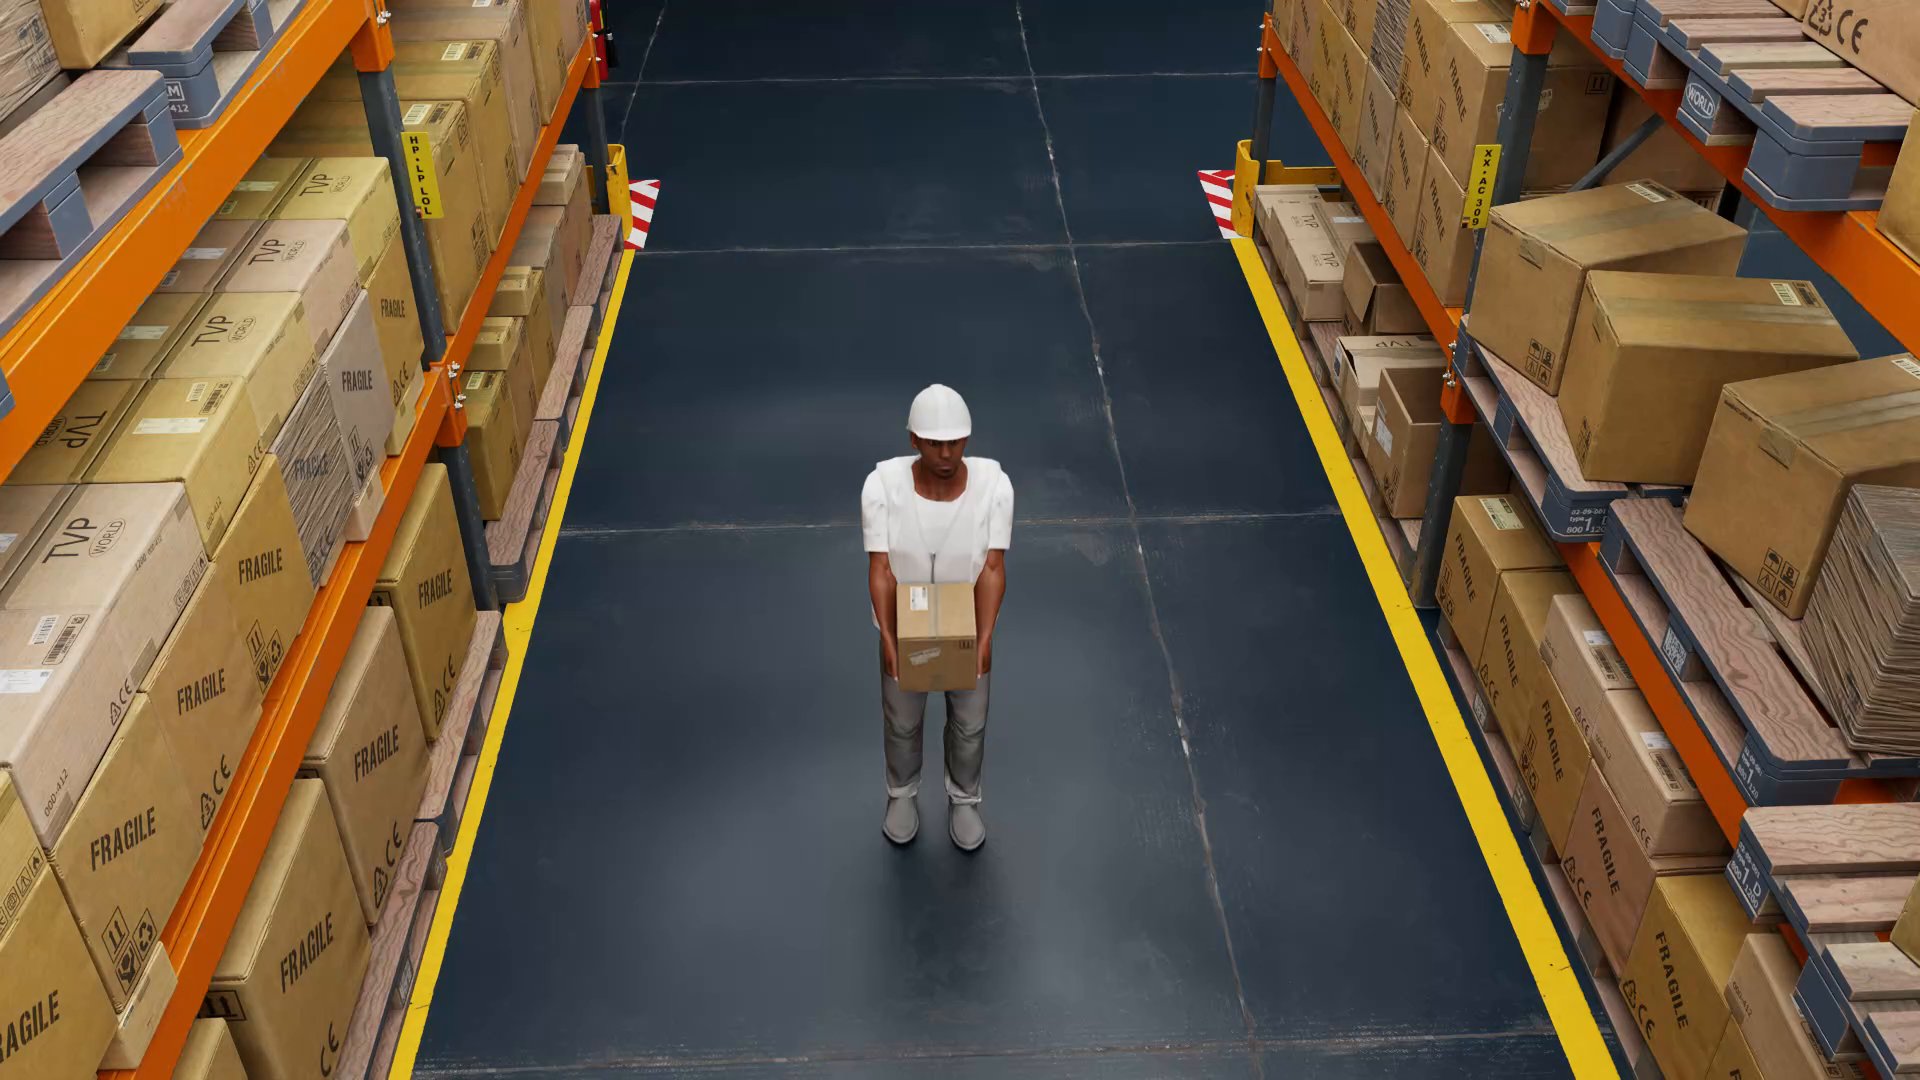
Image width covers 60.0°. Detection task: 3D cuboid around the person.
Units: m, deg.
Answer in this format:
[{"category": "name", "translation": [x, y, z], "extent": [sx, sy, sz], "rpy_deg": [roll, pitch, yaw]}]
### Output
[{"category": "person", "translation": [-0.069, 0.335, 5.651], "extent": [0.502, 1.761, 0.577], "rpy_deg": [-1, 35, -2]}]
